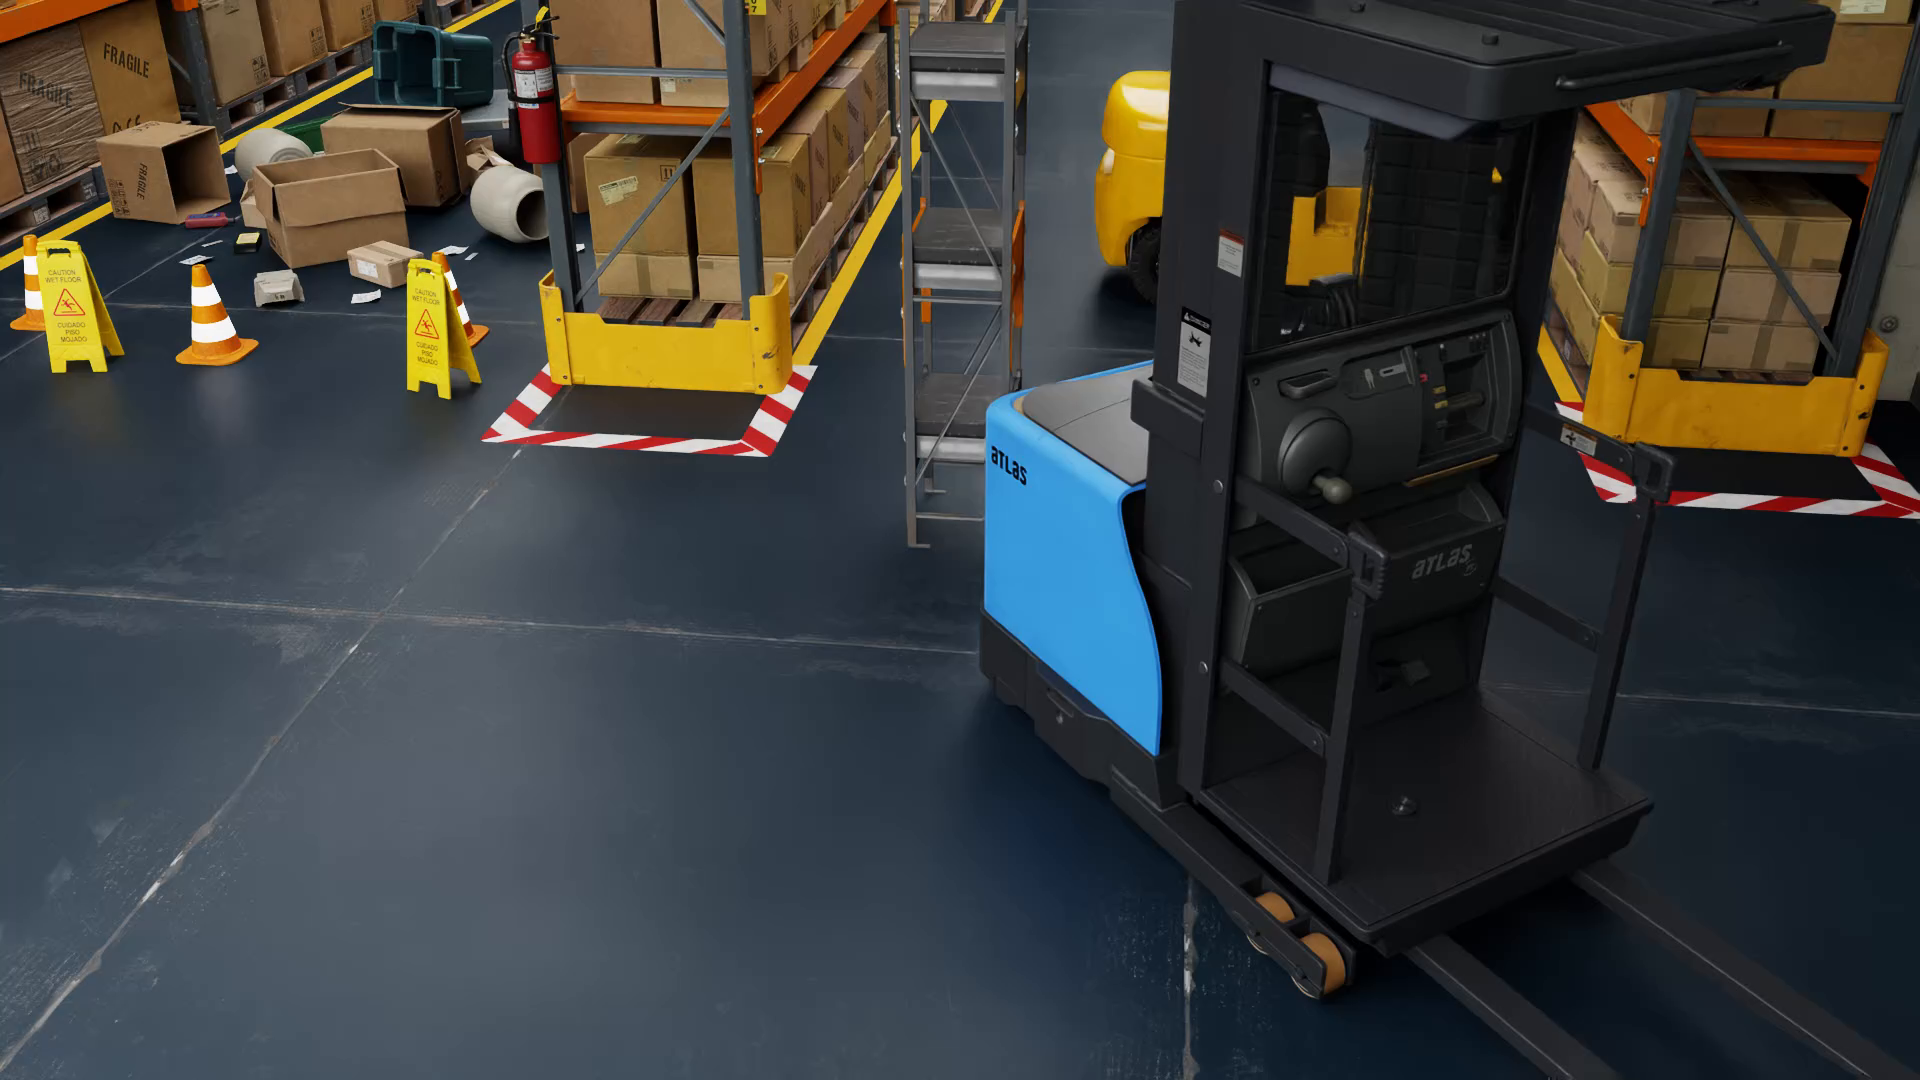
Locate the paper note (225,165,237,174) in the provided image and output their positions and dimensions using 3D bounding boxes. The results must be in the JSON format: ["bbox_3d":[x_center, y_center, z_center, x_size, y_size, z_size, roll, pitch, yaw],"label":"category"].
[{"bbox_3d":[-5.056,-2.547,11.446,0.147,0.020,0.142,-17,33,-29],"label":"paper note"}]

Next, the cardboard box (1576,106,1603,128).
[{"bbox_3d":[3.414,-2.180,9.036,0.500,0.250,0.500,3,28,5],"label":"cardboard box"}]

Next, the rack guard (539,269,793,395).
[{"bbox_3d":[-1.428,-1.036,8.145,1.175,0.500,0.348,3,28,6],"label":"rack guard"}]

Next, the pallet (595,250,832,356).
[{"bbox_3d":[-1.294,-1.289,8.920,1.003,0.211,1.213,3,28,6],"label":"pallet"}]

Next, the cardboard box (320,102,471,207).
[{"bbox_3d":[-3.629,-2.476,10.672,0.797,0.637,0.503,3,28,6],"label":"cardboard box"}]

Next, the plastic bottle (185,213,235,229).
[{"bbox_3d":[-4.681,-2.000,10.397,0.283,0.061,0.133,-6,29,-11],"label":"plastic bottle"}]

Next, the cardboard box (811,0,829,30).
[{"bbox_3d":[-0.983,-2.966,8.674,0.500,0.500,0.500,3,28,5],"label":"cardboard box"}]

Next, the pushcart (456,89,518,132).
[{"bbox_3d":[-3.216,-2.938,11.805,1.648,0.377,0.936,-6,29,-11],"label":"pushcart"}]

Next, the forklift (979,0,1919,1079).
[{"bbox_3d":[1.245,-0.314,4.243,1.130,2.935,3.031,-16,32,-26],"label":"forklift"}]

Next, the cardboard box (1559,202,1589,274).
[{"bbox_3d":[3.311,-1.491,8.284,0.500,0.250,0.500,3,28,6],"label":"cardboard box"}]

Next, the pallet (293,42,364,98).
[{"bbox_3d":[-5.706,-3.939,13.839,1.003,0.211,1.213,3,28,6],"label":"pallet"}]

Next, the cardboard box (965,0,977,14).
[{"bbox_3d":[-0.290,-5.436,15.475,0.875,0.875,0.875,3,28,6],"label":"cardboard box"}]

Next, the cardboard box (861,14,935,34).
[{"bbox_3d":[-0.717,-3.924,13.200,0.950,0.372,0.625,4,29,8],"label":"cardboard box"}]

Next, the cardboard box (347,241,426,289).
[{"bbox_3d":[-3.282,-1.579,9.525,0.380,0.149,0.250,20,34,32],"label":"cardboard box"}]

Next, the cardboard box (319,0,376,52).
[{"bbox_3d":[-5.650,-4.608,14.069,1.050,0.750,0.750,4,29,7],"label":"cardboard box"}]

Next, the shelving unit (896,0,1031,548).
[{"bbox_3d":[0.020,-1.002,6.397,0.431,2.100,0.503,3,28,6],"label":"shelving unit"}]

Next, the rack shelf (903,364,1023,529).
[{"bbox_3d":[0.020,-0.374,6.735,0.431,0.518,0.480,3,28,6],"label":"rack shelf"}]

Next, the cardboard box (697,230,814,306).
[{"bbox_3d":[-1.064,-1.438,8.714,0.500,0.250,0.500,3,28,6],"label":"cardboard box"}]

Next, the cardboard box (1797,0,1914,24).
[{"bbox_3d":[3.788,-2.288,7.045,0.380,0.149,0.250,3,28,5],"label":"cardboard box"}]

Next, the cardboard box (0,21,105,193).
[{"bbox_3d":[-6.126,-2.756,10.501,0.875,0.875,0.875,4,29,7],"label":"cardboard box"}]

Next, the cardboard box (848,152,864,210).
[{"bbox_3d":[-0.875,-2.173,10.078,0.500,0.250,0.500,4,29,7],"label":"cardboard box"}]

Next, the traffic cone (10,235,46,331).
[{"bbox_3d":[-4.888,-1.391,8.844,0.336,0.463,0.334,3,28,6],"label":"traffic cone"}]

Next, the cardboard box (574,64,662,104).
[{"bbox_3d":[-1.604,-2.178,7.896,0.380,0.149,0.250,4,29,8],"label":"cardboard box"}]

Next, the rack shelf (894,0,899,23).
[{"bbox_3d":[-0.702,-4.608,12.899,1.077,0.370,4.000,3,28,6],"label":"rack shelf"}]

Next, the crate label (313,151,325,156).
[{"bbox_3d":[-4.364,-2.555,11.349,0.298,0.136,0.250,-17,33,-29],"label":"crate label"}]

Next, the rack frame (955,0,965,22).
[{"bbox_3d":[-0.457,-5.866,14.476,1.000,3.000,0.127,3,28,6],"label":"rack frame"}]

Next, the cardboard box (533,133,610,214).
[{"bbox_3d":[-2.429,-2.459,10.784,0.500,0.500,0.500,-24,36,-37],"label":"cardboard box"}]

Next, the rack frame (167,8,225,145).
[{"bbox_3d":[-5.873,-4.223,11.427,1.000,3.000,0.127,3,28,6],"label":"rack frame"}]

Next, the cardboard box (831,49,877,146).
[{"bbox_3d":[-0.814,-2.754,10.365,0.500,0.500,0.500,4,29,7],"label":"cardboard box"}]

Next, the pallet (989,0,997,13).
[{"bbox_3d":[-0.134,-5.578,16.881,1.003,0.211,1.213,3,28,6],"label":"pallet"}]

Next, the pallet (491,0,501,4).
[{"bbox_3d":[-5.133,-5.819,17.329,1.003,0.211,1.213,3,28,6],"label":"pallet"}]

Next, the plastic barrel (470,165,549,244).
[{"bbox_3d":[-2.687,-2.026,10.065,0.421,0.421,0.512,-24,36,-37],"label":"plastic barrel"}]

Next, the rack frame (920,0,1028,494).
[{"bbox_3d":[0.050,-1.117,6.610,0.400,2.100,0.015,3,28,6],"label":"rack frame"}]

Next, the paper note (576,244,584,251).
[{"bbox_3d":[-2.330,-1.759,9.982,0.142,0.019,0.148,-6,29,-11],"label":"paper note"}]

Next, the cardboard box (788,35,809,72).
[{"bbox_3d":[-0.984,-2.494,8.482,0.380,0.149,0.250,4,29,7],"label":"cardboard box"}]

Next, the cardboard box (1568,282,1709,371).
[{"bbox_3d":[3.233,-1.028,7.951,0.500,0.250,0.500,4,29,7],"label":"cardboard box"}]

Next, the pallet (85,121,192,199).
[{"bbox_3d":[-6.043,-2.642,11.432,1.003,0.211,1.213,3,28,6],"label":"pallet"}]

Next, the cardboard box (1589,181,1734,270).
[{"bbox_3d":[3.236,-1.463,7.705,0.500,0.250,0.500,4,29,8],"label":"cardboard box"}]

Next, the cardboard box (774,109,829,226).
[{"bbox_3d":[-1.002,-2.026,9.014,0.500,0.500,0.500,2,28,4],"label":"cardboard box"}]

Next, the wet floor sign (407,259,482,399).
[{"bbox_3d":[-2.523,-1.037,7.994,0.267,0.644,0.232,14,31,24],"label":"wet floor sign"}]

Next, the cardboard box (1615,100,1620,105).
[{"bbox_3d":[3.362,-2.348,7.841,0.500,0.500,0.500,4,29,8],"label":"cardboard box"}]

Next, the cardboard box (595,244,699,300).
[{"bbox_3d":[-1.603,-1.482,8.795,0.500,0.250,0.500,3,28,6],"label":"cardboard box"}]

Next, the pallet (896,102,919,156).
[{"bbox_3d":[-0.854,-3.122,12.323,1.003,0.211,1.213,3,28,6],"label":"pallet"}]

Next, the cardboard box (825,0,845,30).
[{"bbox_3d":[-0.862,-2.983,9.390,0.380,0.149,0.250,4,29,7],"label":"cardboard box"}]

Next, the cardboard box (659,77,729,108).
[{"bbox_3d":[-1.191,-2.138,7.820,0.380,0.149,0.250,3,29,6],"label":"cardboard box"}]
